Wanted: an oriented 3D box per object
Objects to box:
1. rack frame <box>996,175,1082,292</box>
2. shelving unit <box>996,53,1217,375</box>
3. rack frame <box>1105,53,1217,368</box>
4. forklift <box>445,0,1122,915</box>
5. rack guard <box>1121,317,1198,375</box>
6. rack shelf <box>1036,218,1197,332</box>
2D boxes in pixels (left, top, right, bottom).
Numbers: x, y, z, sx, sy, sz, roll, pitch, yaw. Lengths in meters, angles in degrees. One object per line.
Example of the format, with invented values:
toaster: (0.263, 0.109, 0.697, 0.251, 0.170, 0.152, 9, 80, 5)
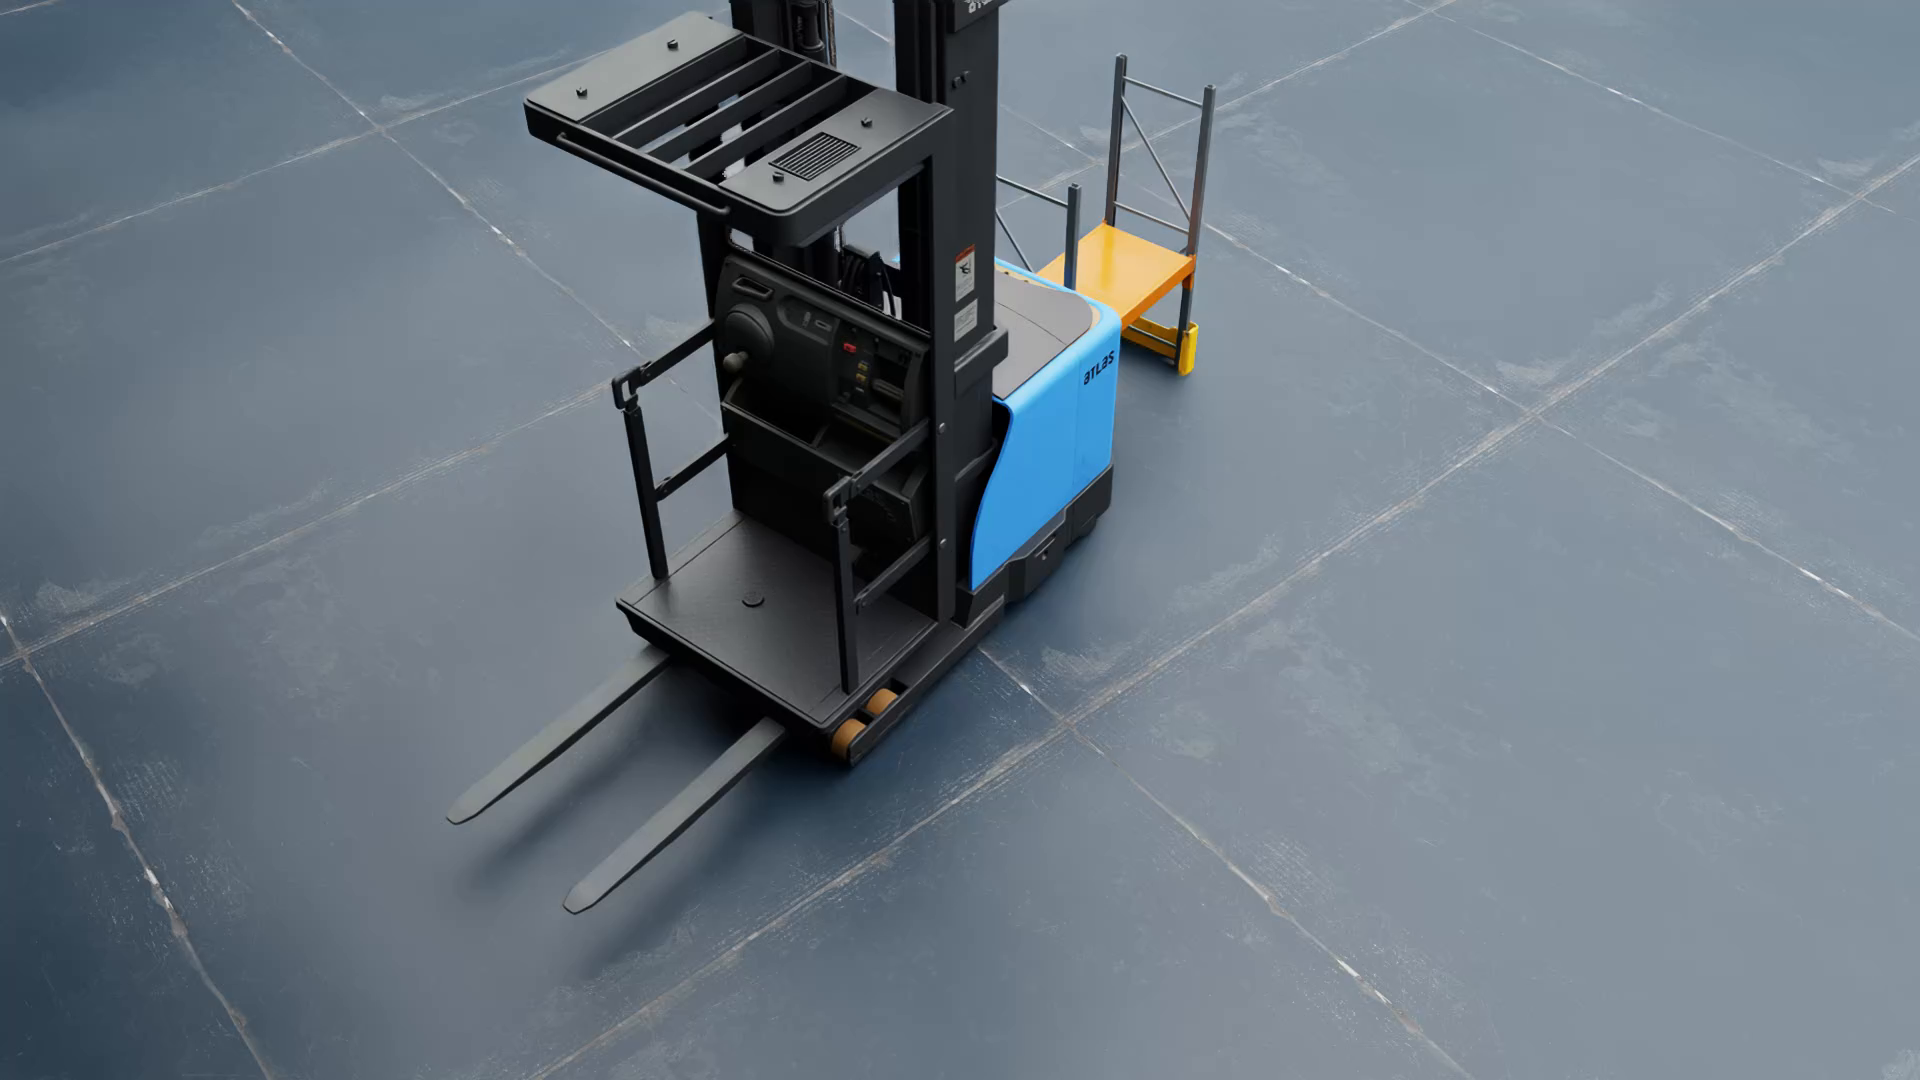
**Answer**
rack frame: (0.272, -0.943, 7.158, 0.500, 1.500, 0.032, 28, 50, 26)
shelving unit: (0.589, -1.223, 7.457, 0.587, 1.500, 1.083, 28, 50, 26)
rack frame: (0.894, -1.493, 7.745, 0.500, 1.500, 0.032, 28, 50, 26)
forklift: (-0.634, -0.607, 5.755, 1.130, 2.935, 3.031, 28, 50, 26)
rack guard: (0.893, -1.037, 8.172, 0.587, 0.250, 0.087, 28, 50, 26)
rack shelf: (0.583, -1.087, 7.575, 0.538, 0.185, 1.000, 28, 50, 26)
